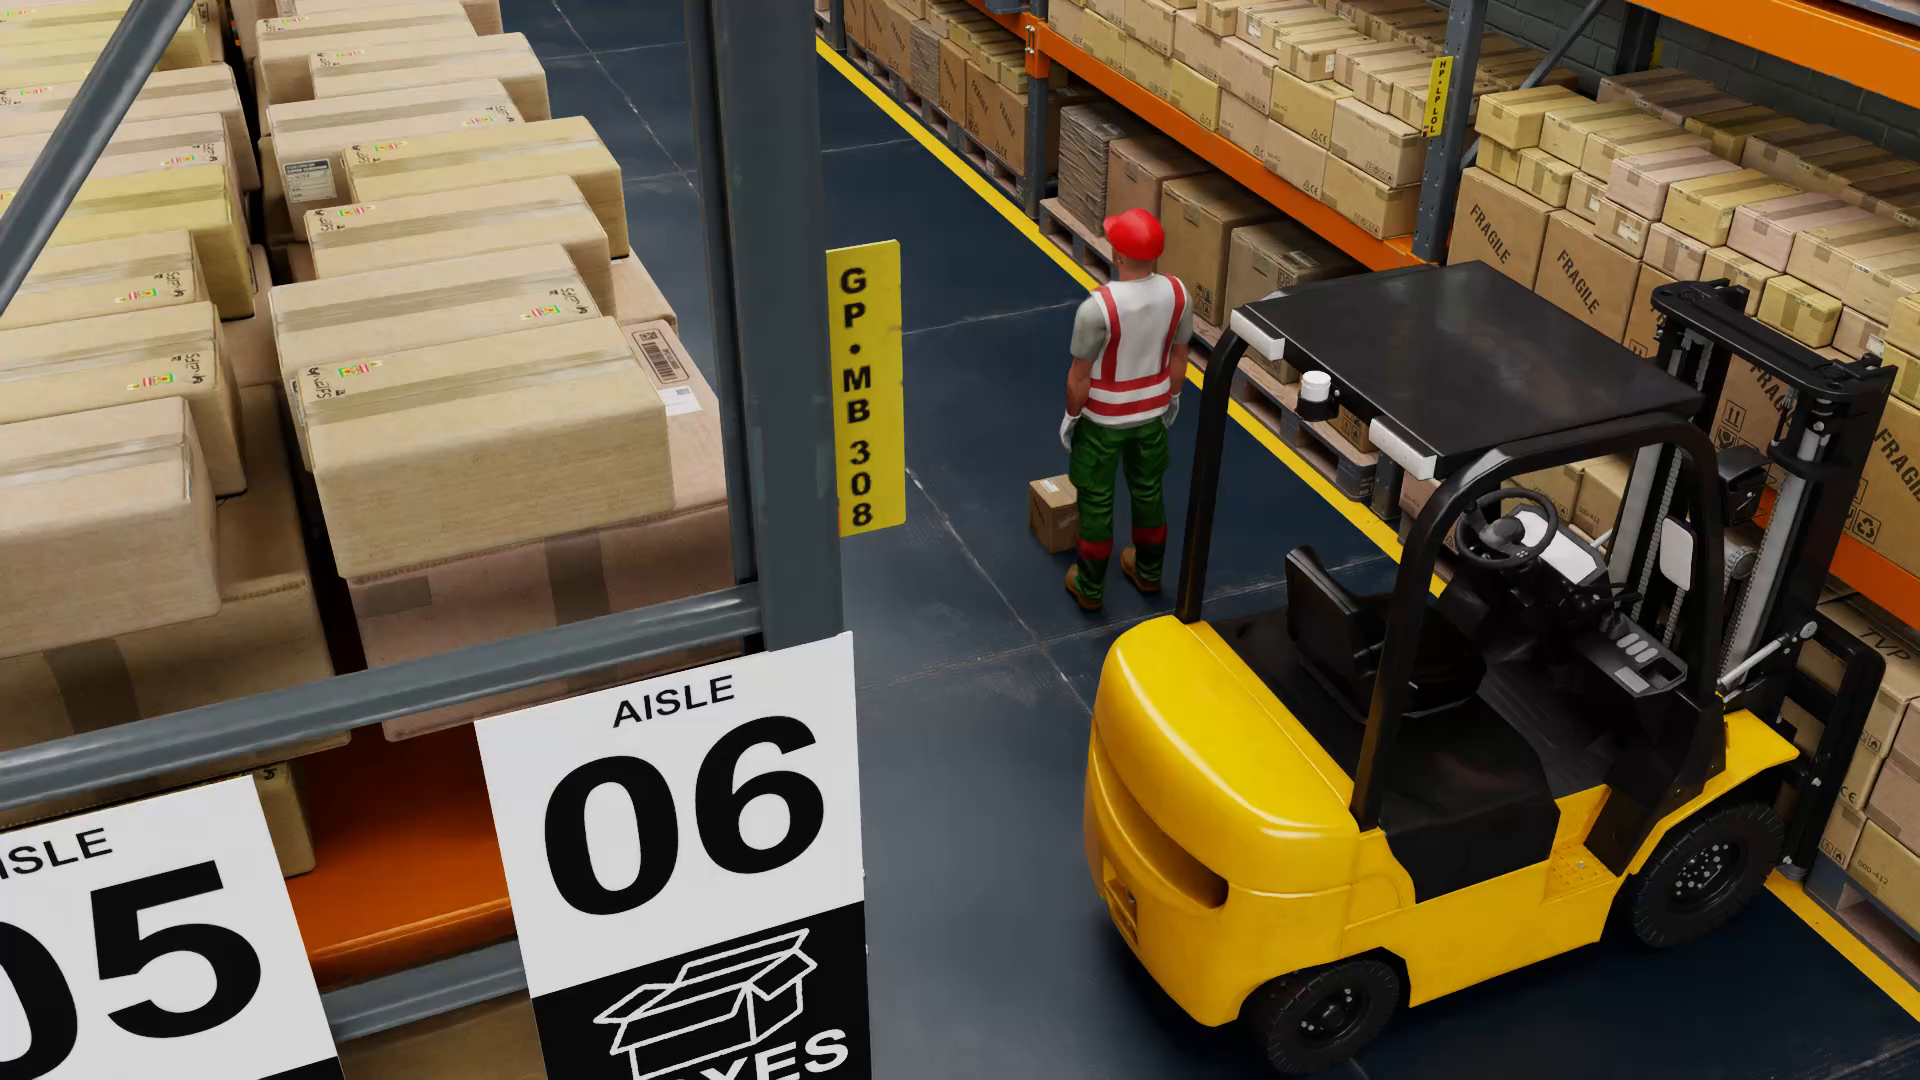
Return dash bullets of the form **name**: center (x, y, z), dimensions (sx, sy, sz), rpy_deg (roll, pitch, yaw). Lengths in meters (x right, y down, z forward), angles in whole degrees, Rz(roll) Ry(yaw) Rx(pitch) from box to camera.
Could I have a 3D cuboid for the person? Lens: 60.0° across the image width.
- **person**: center (0.672, -0.542, 6.916), dimensions (0.557, 1.793, 0.359), rpy_deg (-13, 35, -19)
